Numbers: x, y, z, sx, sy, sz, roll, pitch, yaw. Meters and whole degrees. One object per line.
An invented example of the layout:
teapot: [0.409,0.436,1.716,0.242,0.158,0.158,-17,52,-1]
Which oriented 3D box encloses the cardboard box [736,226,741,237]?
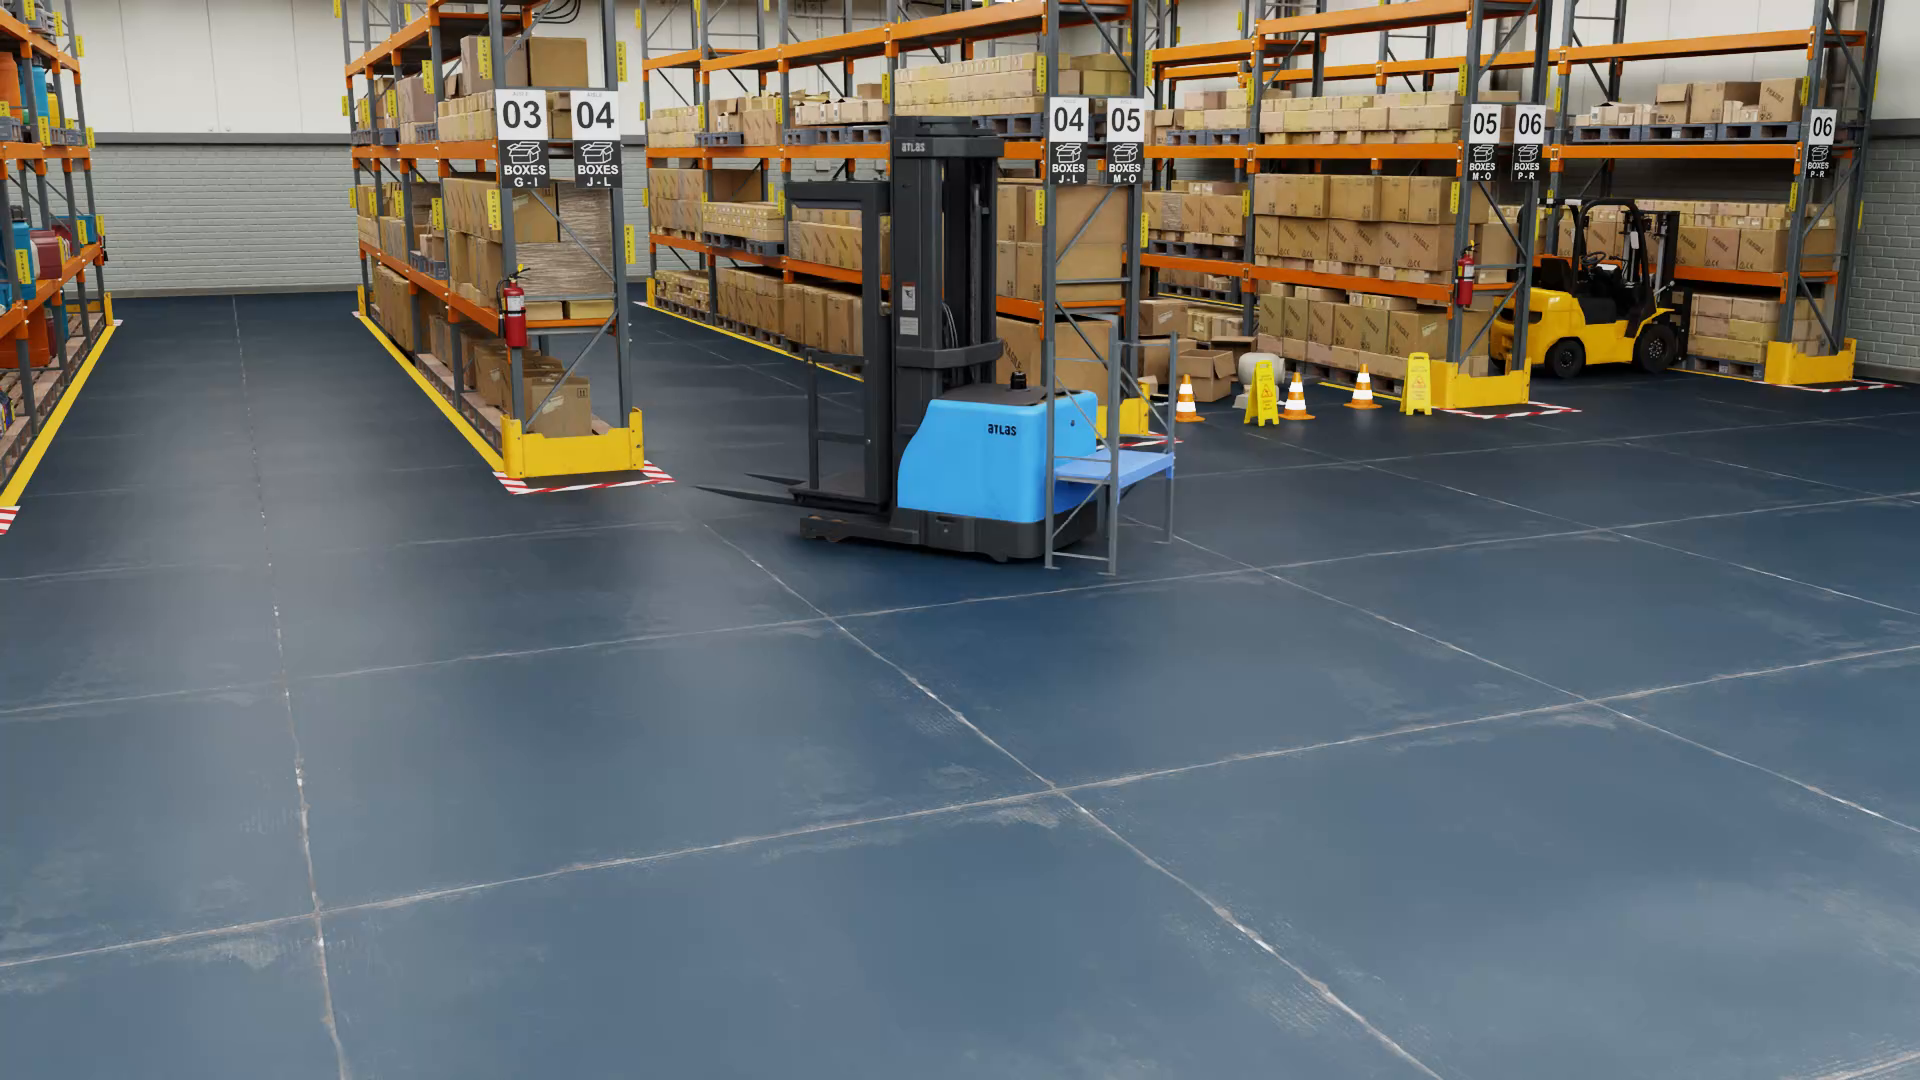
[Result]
cardboard box: [-3.075,-4.541,24.465,0.380,0.149,0.250,-5,14,-21]

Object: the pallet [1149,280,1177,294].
pallet: [4.241,-5.164,33.715,1.003,0.211,1.213,-6,14,-23]

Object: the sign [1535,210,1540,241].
sign: [6.250,-3.419,18.071,0.100,0.325,0.005,-6,14,-23]

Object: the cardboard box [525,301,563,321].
cardboard box: [-3.631,-1.971,14.291,0.380,0.149,0.250,-6,14,-23]

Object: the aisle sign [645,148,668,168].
aisle sign: [-5.456,-7.041,29.872,0.394,0.787,0.004,-6,14,-23]

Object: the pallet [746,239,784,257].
pallet: [-2.330,-4.177,23.692,1.213,0.211,1.003,-6,14,-23]

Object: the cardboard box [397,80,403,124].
cardboard box: [-6.579,-5.339,20.304,0.500,0.500,0.500,-5,14,-22]

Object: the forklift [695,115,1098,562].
forklift: [-0.553,-1.504,11.867,3.031,2.935,1.130,8,15,30]

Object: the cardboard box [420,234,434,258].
cardboard box: [-6.071,-3.471,19.614,0.500,0.250,0.500,-6,14,-25]

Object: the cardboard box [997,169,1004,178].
cardboard box: [0.531,-6.314,28.622,0.380,0.149,0.250,-6,14,-24]

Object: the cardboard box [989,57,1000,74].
cardboard box: [0.505,-4.658,16.327,0.380,0.149,0.250,-5,14,-22]

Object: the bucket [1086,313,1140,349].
bucket: [1.822,-2.633,20.481,0.726,0.611,0.620,-1,3,-4]

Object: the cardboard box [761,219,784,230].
cardboard box: [-2.562,-4.421,23.286,0.380,0.149,0.250,-5,14,-22]

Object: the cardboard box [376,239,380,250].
cardboard box: [-8.557,-4.443,24.974,0.380,0.149,0.250,-6,14,-23]

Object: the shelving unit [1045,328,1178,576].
shelving unit: [1.030,-0.624,11.239,0.538,1.500,1.048,7,15,27]

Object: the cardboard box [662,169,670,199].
cardboard box: [-4.819,-6.137,28.634,0.500,0.500,0.500,-6,14,-24]

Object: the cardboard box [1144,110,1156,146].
cardboard box: [2.919,-5.915,23.898,0.700,0.500,0.500,-6,14,-23]

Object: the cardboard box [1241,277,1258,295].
cardboard box: [5.480,-4.743,30.324,0.500,0.500,0.500,-5,14,-21]

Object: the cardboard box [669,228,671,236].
cardboard box: [-4.894,-5.417,29.178,0.380,0.149,0.250,-5,14,-20]

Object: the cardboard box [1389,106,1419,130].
cardboard box: [5.113,-4.668,18.408,0.500,0.250,0.500,-6,14,-24]

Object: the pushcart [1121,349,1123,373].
pushcart: [2.081,-2.281,20.888,1.648,0.377,0.936,-12,18,-42]

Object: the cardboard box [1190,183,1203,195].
cardboard box: [3.339,-4.760,22.531,0.380,0.149,0.250,-6,14,-25]

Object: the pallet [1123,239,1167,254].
pallet: [2.931,-4.370,24.525,1.213,0.211,1.003,-6,14,-23]

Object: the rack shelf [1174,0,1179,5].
rack shelf: [4.691,-10.481,31.424,1.077,0.370,4.000,-6,14,-23]

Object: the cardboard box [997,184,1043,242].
cardboard box: [0.840,-3.265,16.597,0.875,0.550,0.550,-6,14,-23]

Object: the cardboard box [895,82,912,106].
cardboard box: [-0.405,-4.967,18.546,0.500,0.250,0.500,-6,14,-23]

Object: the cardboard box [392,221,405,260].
cardboard box: [-7.362,-4.045,22.472,0.500,0.500,0.500,-6,14,-25]

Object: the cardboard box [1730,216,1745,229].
cardboard box: [9.726,-3.918,20.485,0.380,0.149,0.250,-5,14,-22]

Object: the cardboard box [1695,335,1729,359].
cardboard box: [9.631,-2.435,20.903,0.500,0.250,0.500,-6,14,-23]

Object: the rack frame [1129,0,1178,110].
rack frame: [3.890,-9.626,33.503,1.000,3.000,0.127,-6,14,-23]

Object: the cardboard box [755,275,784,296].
cardboard box: [-2.673,-3.706,24.180,0.500,0.250,0.500,-5,14,-22]

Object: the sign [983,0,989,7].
sign: [0.428,-8.837,27.674,0.100,0.325,0.005,-6,14,-23]

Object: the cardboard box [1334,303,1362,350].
cardboard box: [4.785,-2.533,19.666,0.500,0.500,0.500,-6,14,-24]

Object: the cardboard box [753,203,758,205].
cardboard box: [-2.999,-5.157,25.807,0.380,0.149,0.250,-6,14,-25]

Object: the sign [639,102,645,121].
sign: [-5.649,-7.624,29.568,0.100,0.325,0.005,-6,14,-23]

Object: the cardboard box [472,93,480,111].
cardboard box: [-4.054,-3.826,14.543,0.380,0.149,0.250,-6,14,-23]

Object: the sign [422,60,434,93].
sign: [-5.437,-4.734,16.999,0.100,0.325,0.005,-6,14,-23]

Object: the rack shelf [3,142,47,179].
rack shelf: [-10.269,-3.956,17.255,1.077,0.370,4.000,-6,14,-23]

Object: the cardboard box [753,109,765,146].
cardboard box: [-2.621,-5.840,23.578,0.500,0.500,0.500,-6,14,-23]

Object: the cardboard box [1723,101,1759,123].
cardboard box: [9.588,-5.243,20.363,0.396,0.266,0.258,-6,14,-23]

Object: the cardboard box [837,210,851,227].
cardboard box: [-1.160,-4.260,21.183,0.700,0.500,0.500,-6,14,-24]

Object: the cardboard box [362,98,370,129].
cardboard box: [-9.113,-6.790,26.528,0.700,0.500,0.500,-7,15,-27]

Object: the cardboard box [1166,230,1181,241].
cardboard box: [3.111,-4.261,23.254,0.380,0.149,0.250,-5,14,-21]

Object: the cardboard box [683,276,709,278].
cardboard box: [-4.519,-4.439,28.470,0.380,0.149,0.250,-6,14,-23]

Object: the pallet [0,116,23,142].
pallet: [-9.089,-3.661,14.804,1.213,0.211,1.003,-6,14,-23]

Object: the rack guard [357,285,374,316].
rack guard: [-9.746,-4.146,28.675,1.175,0.500,0.348,-6,14,-23]

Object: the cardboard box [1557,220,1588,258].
cardboard box: [8.636,-4.157,22.958,0.500,0.500,0.500,-6,14,-25]

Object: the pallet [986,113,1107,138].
pallet: [0.951,-4.051,16.264,1.003,0.211,1.213,-6,14,-23]

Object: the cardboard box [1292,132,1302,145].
cardboard box: [4.305,-4.927,20.410,0.380,0.149,0.250,-6,14,-23]

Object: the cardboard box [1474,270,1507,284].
cardboard box: [5.806,-2.915,18.369,0.380,0.149,0.250,-6,14,-23]

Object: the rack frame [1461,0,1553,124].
rack frame: [5.753,-5.871,17.280,1.000,3.000,0.127,-6,14,-23]

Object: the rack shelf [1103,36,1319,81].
rack shelf: [3.349,-6.565,22.762,1.077,0.370,4.000,-6,14,-23]

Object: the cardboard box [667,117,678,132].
cardboard box: [-4.608,-6.986,27.974,0.500,0.250,0.500,-6,14,-25]
